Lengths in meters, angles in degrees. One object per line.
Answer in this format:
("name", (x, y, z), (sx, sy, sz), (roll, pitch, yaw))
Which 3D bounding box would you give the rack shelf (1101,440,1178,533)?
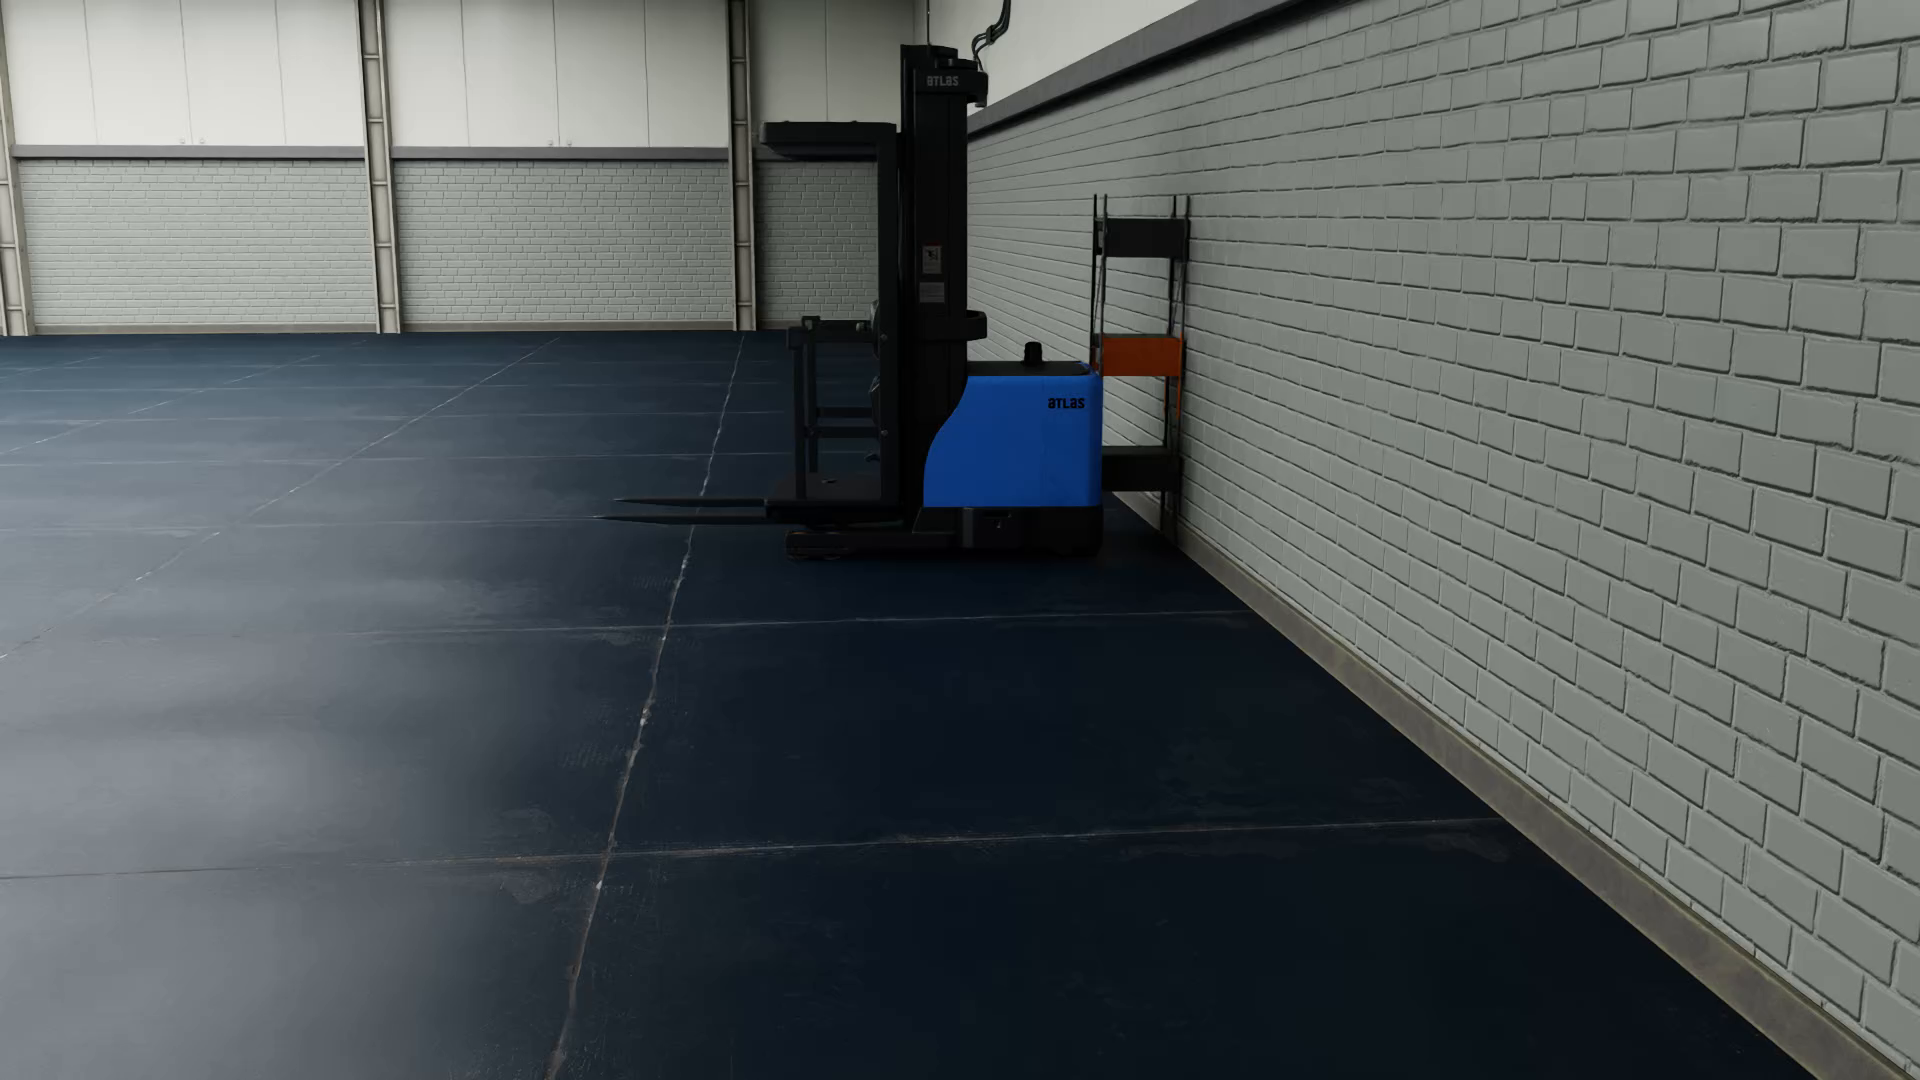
("rack shelf", (1.059, -0.334, 10.280), (0.480, 0.518, 0.431), (0, 12, -5))

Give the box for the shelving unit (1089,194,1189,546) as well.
("shelving unit", (1.067, -1.033, 10.137), (0.503, 2.100, 0.431), (0, 12, -5))

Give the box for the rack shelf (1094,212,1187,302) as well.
("rack shelf", (1.075, -1.705, 9.999), (0.480, 0.518, 0.431), (0, 12, -5))

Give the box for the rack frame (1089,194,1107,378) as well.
("rack frame", (0.824, -1.032, 10.116), (0.015, 2.100, 0.400), (0, 12, -5))

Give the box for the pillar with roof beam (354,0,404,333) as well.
("pillar with roof beam", (-9.249, -7.129, 23.303), (0.400, 9.000, 9.100), (-1, 11, -6))

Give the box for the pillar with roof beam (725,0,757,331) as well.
("pillar with roof beam", (-3.284, -7.254, 23.939), (0.400, 9.000, 9.100), (-1, 11, -6))

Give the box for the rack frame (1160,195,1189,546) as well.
("rack frame", (1.310, -1.034, 10.158), (0.015, 2.100, 0.400), (0, 12, -5))

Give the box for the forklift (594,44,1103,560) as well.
("forklift", (-0.672, -1.423, 10.010), (3.031, 2.935, 1.130), (0, 11, -1))

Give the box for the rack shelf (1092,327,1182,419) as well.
("rack shelf", (1.067, -1.020, 10.139), (0.480, 0.518, 0.431), (0, 12, -5))

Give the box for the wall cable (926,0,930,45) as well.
("wall cable", (-0.385, -8.323, 24.334), (0.112, 2.526, 3.097), (-1, 11, -6))

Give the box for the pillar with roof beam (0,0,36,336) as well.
("pillar with roof beam", (-15.214, -7.004, 22.667), (0.400, 9.000, 9.100), (-1, 11, -6))

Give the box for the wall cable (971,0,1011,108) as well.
("wall cable", (0.332, -7.735, 17.570), (0.169, 6.003, 2.305), (-1, 11, -6))
